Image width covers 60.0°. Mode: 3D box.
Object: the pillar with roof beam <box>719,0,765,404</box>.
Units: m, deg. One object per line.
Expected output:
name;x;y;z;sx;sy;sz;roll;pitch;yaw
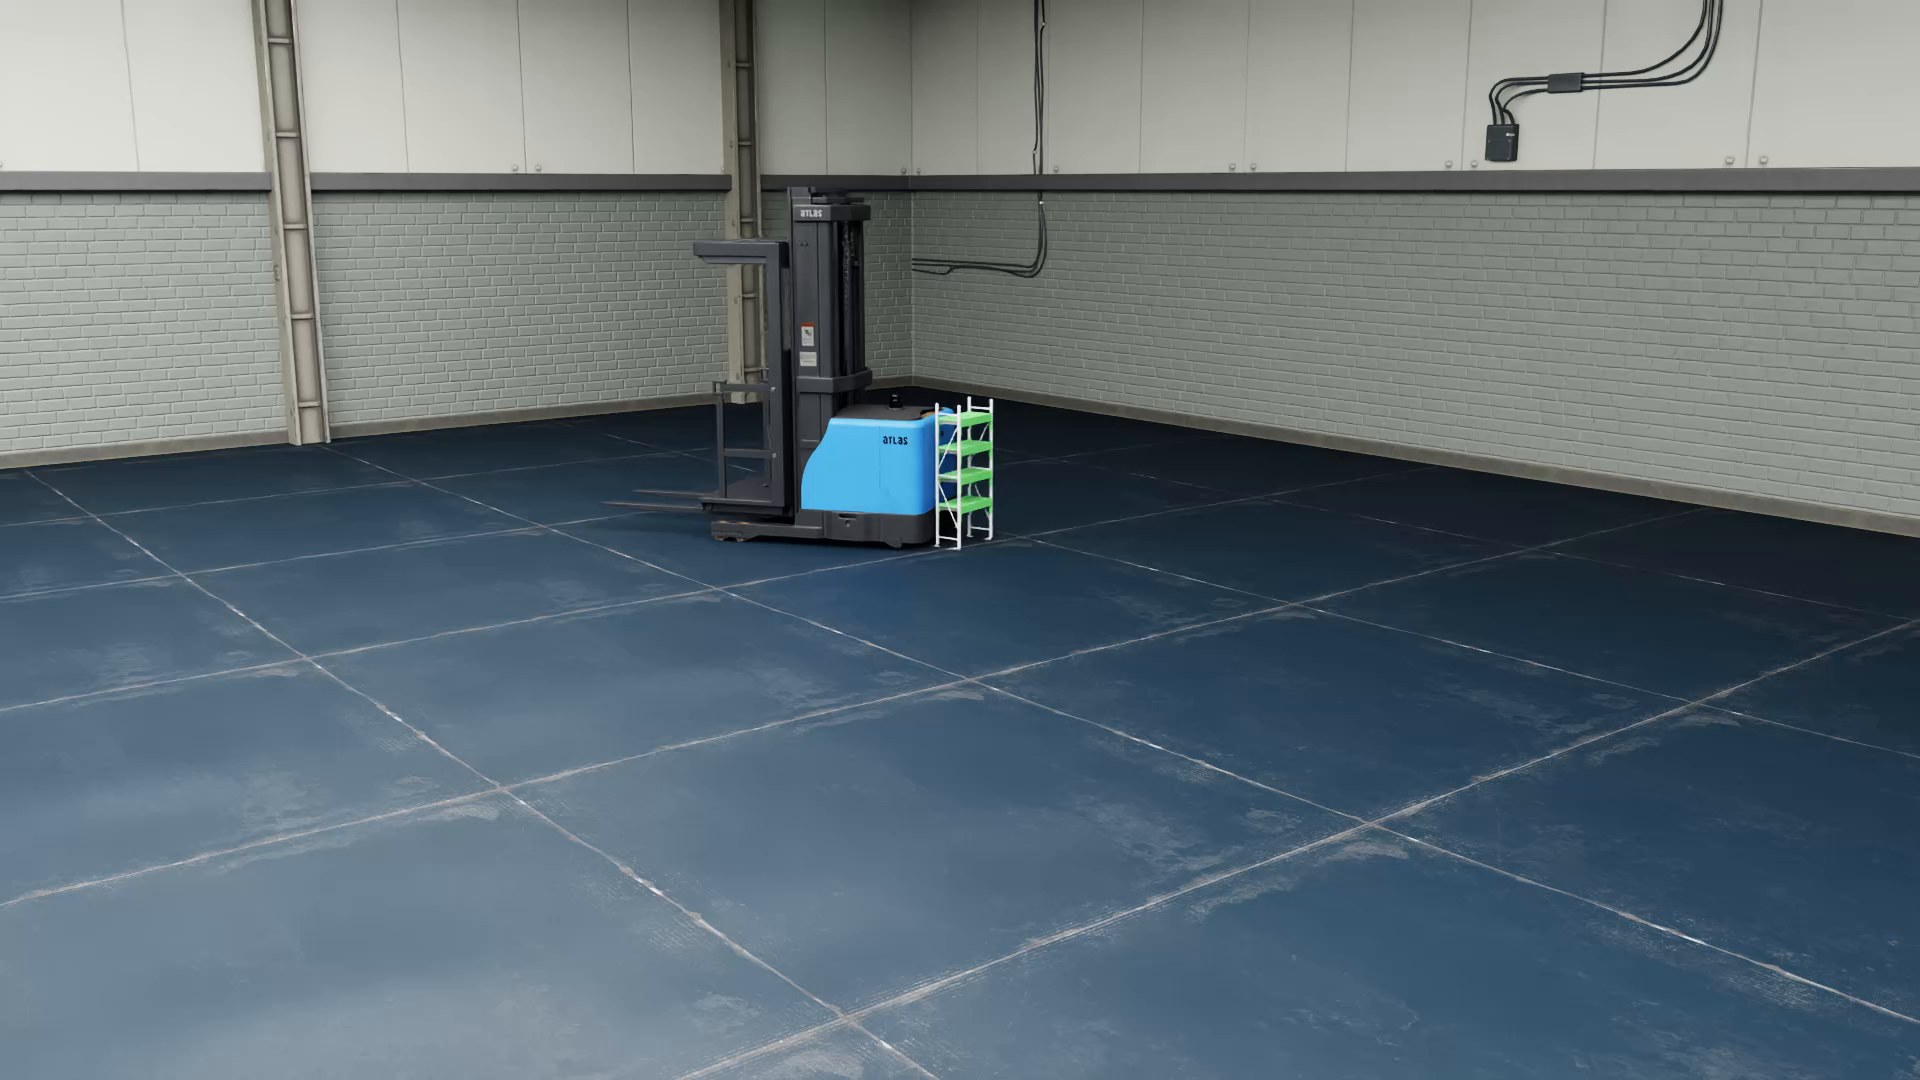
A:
pillar with roof beam;-0.266;-5.630;18.980;0.400;9.000;9.100;-9;15;-38

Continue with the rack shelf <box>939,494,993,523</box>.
rack shelf;0.037;-0.266;13.955;0.258;0.148;0.480;8;14;33

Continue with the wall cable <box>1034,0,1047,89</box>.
wall cable;1.861;-7.009;20.790;0.112;2.526;3.097;-9;15;-38

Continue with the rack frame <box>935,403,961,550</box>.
rack frame;-0.097;-0.521;13.692;0.240;1.200;0.015;8;14;33

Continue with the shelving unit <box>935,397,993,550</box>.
shelving unit;0.037;-0.563;13.892;0.258;1.200;0.503;8;14;33

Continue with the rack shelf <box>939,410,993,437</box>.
rack shelf;0.037;-0.970;13.805;0.258;0.148;0.480;8;14;33

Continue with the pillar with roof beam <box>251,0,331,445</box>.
pillar with roof beam;-4.951;-4.852;15.313;0.400;9.000;9.100;-9;15;-38

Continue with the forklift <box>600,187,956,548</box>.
forklift;-1.612;-1.519;14.228;3.031;2.935;1.130;3;12;16

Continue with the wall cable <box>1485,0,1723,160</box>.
wall cable;6.090;-6.618;15.444;0.169;6.003;2.305;-9;15;-38

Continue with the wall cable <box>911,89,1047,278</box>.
wall cable;0.171;-4.978;23.381;0.112;2.526;3.097;-9;15;-38

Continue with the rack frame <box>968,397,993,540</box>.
rack frame;0.171;-0.605;14.091;0.240;1.200;0.015;8;14;33

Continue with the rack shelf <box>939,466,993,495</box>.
rack shelf;0.037;-0.501;13.905;0.258;0.148;0.480;8;14;33

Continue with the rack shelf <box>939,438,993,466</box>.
rack shelf;0.037;-0.735;13.855;0.258;0.148;0.480;8;14;33
